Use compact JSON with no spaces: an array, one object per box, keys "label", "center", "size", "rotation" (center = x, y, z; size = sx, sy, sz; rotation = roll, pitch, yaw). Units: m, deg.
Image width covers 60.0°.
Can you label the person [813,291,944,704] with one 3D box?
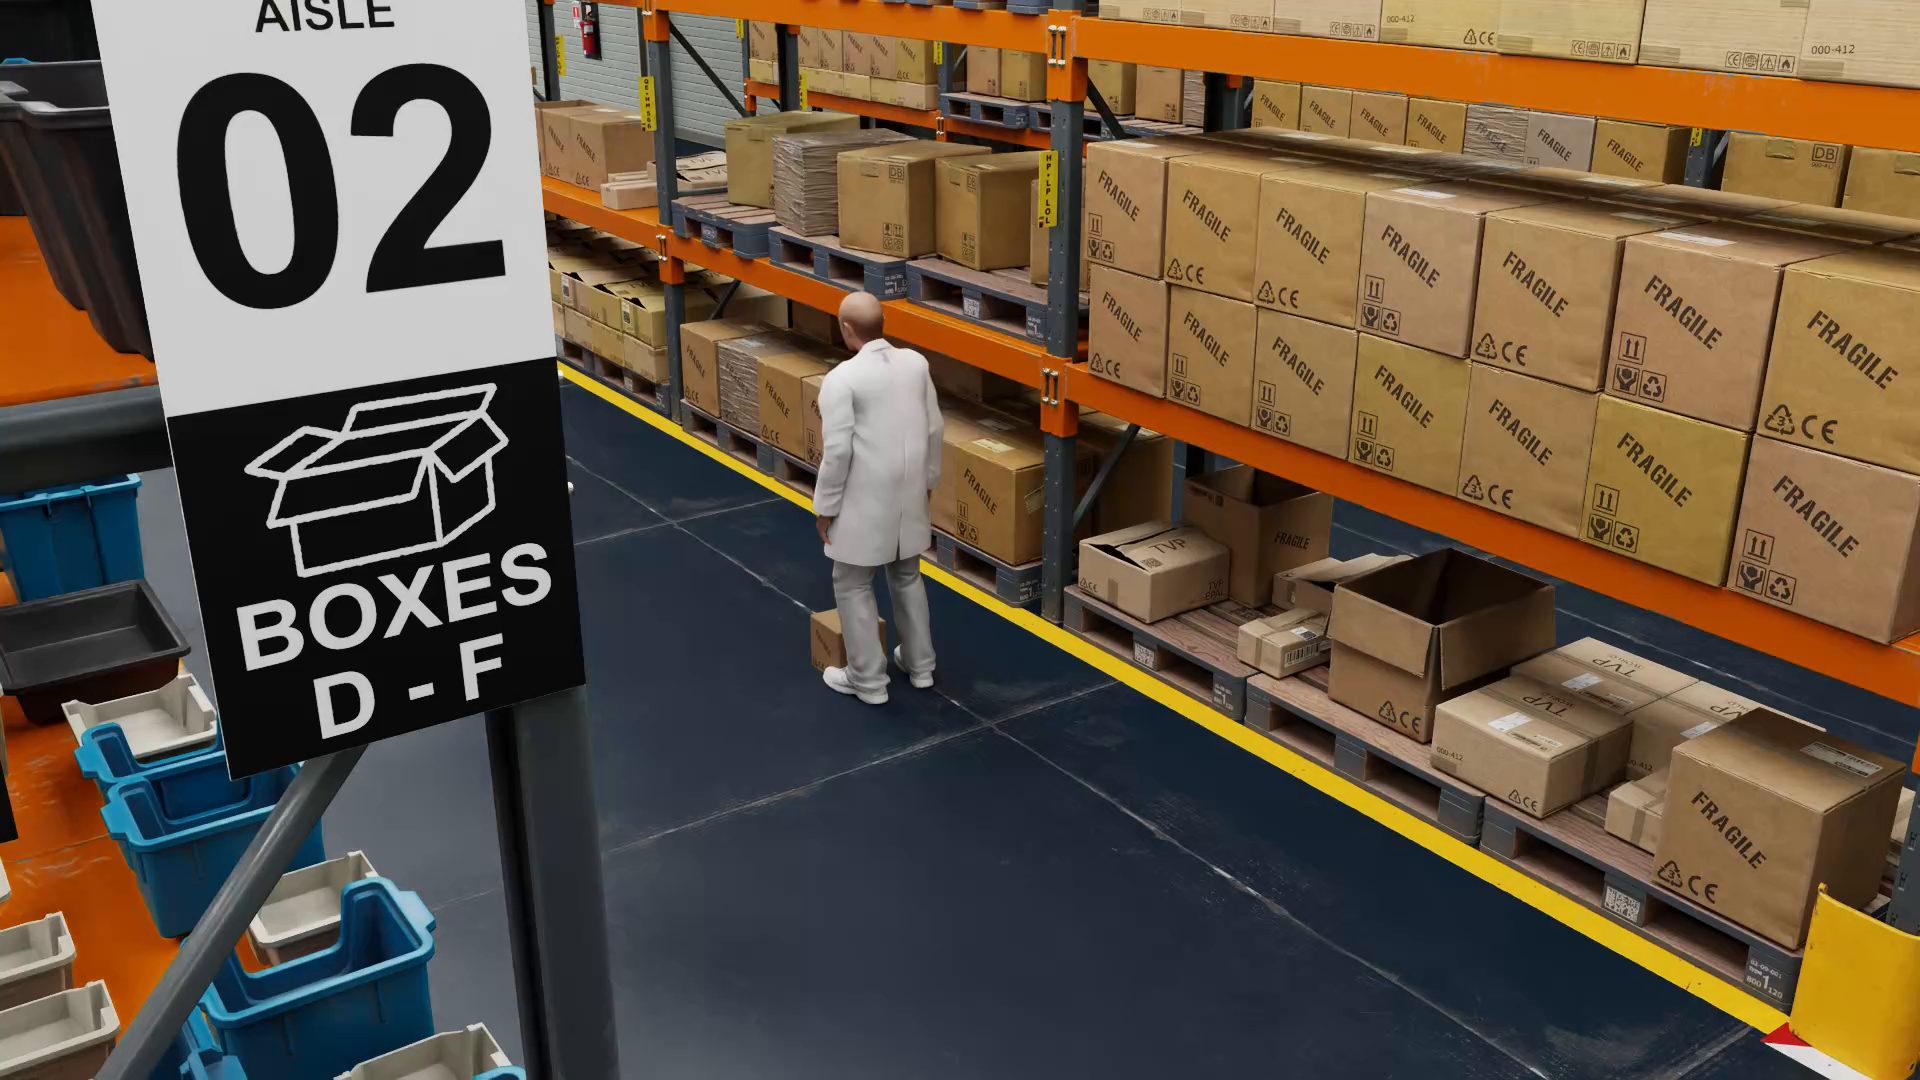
[{"label":"person","center":[-0.354,-0.174,7.059],"size":[0.643,1.772,0.429],"rotation":[-16,26,-35]}]
